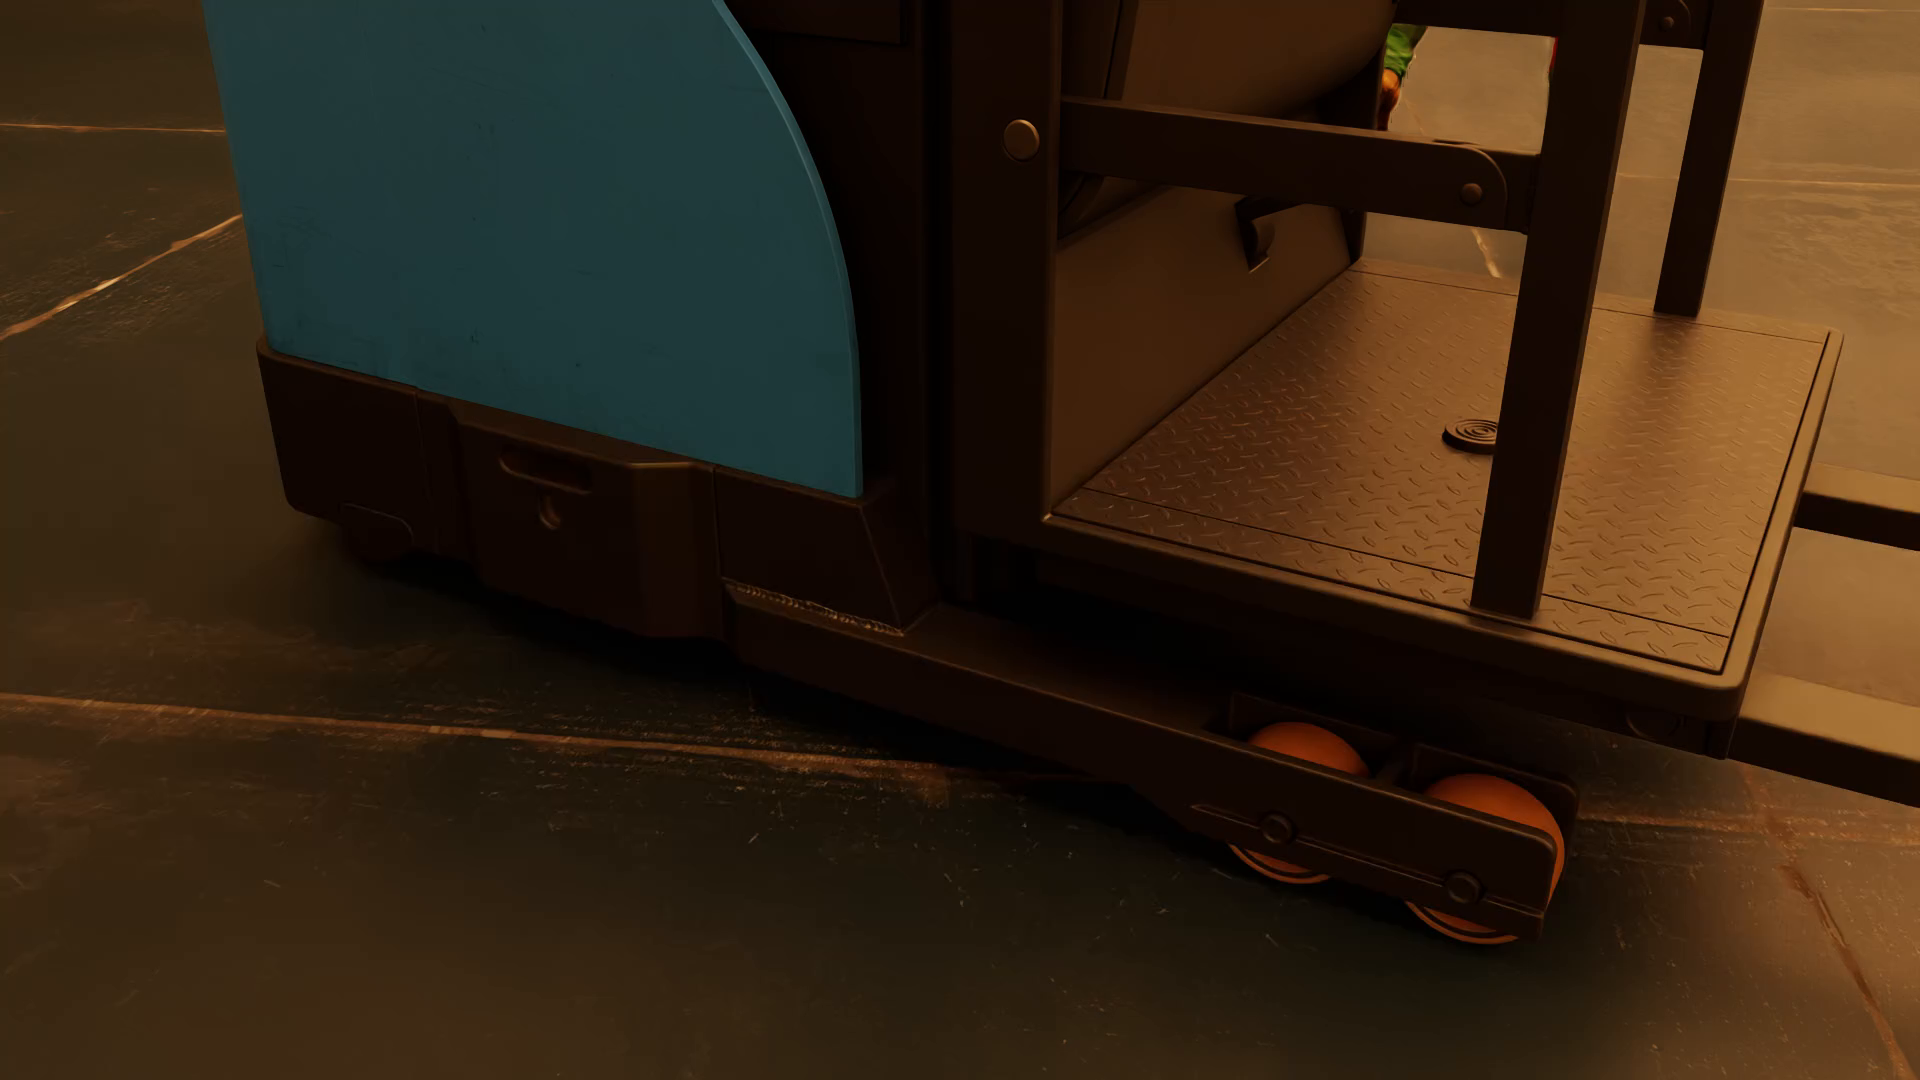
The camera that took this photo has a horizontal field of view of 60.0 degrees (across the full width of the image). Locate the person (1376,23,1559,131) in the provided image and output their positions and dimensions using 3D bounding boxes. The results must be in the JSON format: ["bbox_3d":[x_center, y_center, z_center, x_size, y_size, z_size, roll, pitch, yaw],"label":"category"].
[{"bbox_3d":[1.447,-1.722,4.141,1.016,1.658,0.515,5,27,9],"label":"person"}]

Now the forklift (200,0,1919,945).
[{"bbox_3d":[0.529,-1.176,1.574,3.031,2.935,1.130,14,30,26],"label":"forklift"}]
